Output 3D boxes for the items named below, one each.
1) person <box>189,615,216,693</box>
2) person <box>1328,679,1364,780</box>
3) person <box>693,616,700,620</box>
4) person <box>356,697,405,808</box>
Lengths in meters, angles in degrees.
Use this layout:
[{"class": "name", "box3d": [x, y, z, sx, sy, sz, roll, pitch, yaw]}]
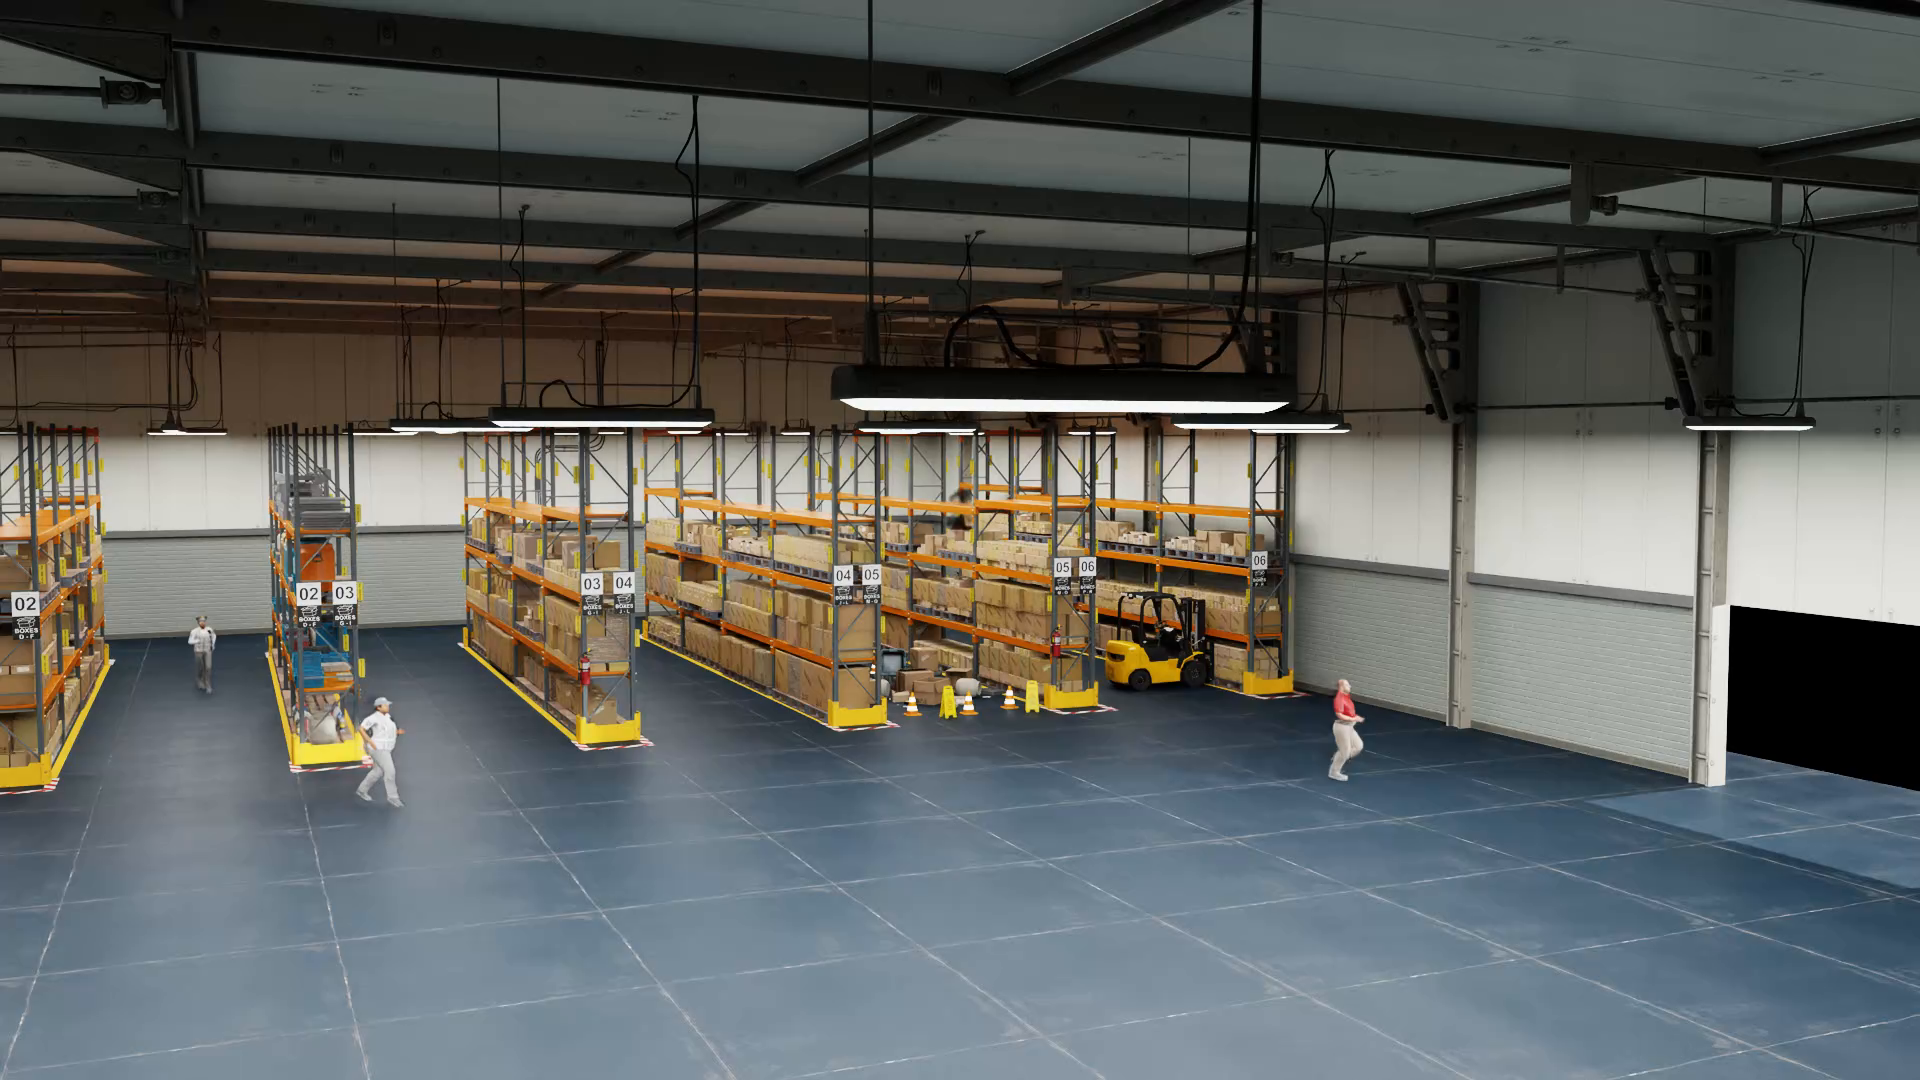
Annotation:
[{"class": "person", "box3d": [-17.141, 2.562, 37.659, 0.602, 1.735, 0.811, -2, 4, -30]}, {"class": "person", "box3d": [6.486, 3.174, 27.865, 0.602, 1.682, 0.652, 2, 4, 26]}, {"class": "person", "box3d": [-8.068, 1.790, 49.336, 0.940, 1.805, 0.656, -2, 4, -28]}, {"class": "person", "box3d": [-9.026, 3.307, 25.928, 0.808, 1.719, 0.594, 0, 3, 2]}]
